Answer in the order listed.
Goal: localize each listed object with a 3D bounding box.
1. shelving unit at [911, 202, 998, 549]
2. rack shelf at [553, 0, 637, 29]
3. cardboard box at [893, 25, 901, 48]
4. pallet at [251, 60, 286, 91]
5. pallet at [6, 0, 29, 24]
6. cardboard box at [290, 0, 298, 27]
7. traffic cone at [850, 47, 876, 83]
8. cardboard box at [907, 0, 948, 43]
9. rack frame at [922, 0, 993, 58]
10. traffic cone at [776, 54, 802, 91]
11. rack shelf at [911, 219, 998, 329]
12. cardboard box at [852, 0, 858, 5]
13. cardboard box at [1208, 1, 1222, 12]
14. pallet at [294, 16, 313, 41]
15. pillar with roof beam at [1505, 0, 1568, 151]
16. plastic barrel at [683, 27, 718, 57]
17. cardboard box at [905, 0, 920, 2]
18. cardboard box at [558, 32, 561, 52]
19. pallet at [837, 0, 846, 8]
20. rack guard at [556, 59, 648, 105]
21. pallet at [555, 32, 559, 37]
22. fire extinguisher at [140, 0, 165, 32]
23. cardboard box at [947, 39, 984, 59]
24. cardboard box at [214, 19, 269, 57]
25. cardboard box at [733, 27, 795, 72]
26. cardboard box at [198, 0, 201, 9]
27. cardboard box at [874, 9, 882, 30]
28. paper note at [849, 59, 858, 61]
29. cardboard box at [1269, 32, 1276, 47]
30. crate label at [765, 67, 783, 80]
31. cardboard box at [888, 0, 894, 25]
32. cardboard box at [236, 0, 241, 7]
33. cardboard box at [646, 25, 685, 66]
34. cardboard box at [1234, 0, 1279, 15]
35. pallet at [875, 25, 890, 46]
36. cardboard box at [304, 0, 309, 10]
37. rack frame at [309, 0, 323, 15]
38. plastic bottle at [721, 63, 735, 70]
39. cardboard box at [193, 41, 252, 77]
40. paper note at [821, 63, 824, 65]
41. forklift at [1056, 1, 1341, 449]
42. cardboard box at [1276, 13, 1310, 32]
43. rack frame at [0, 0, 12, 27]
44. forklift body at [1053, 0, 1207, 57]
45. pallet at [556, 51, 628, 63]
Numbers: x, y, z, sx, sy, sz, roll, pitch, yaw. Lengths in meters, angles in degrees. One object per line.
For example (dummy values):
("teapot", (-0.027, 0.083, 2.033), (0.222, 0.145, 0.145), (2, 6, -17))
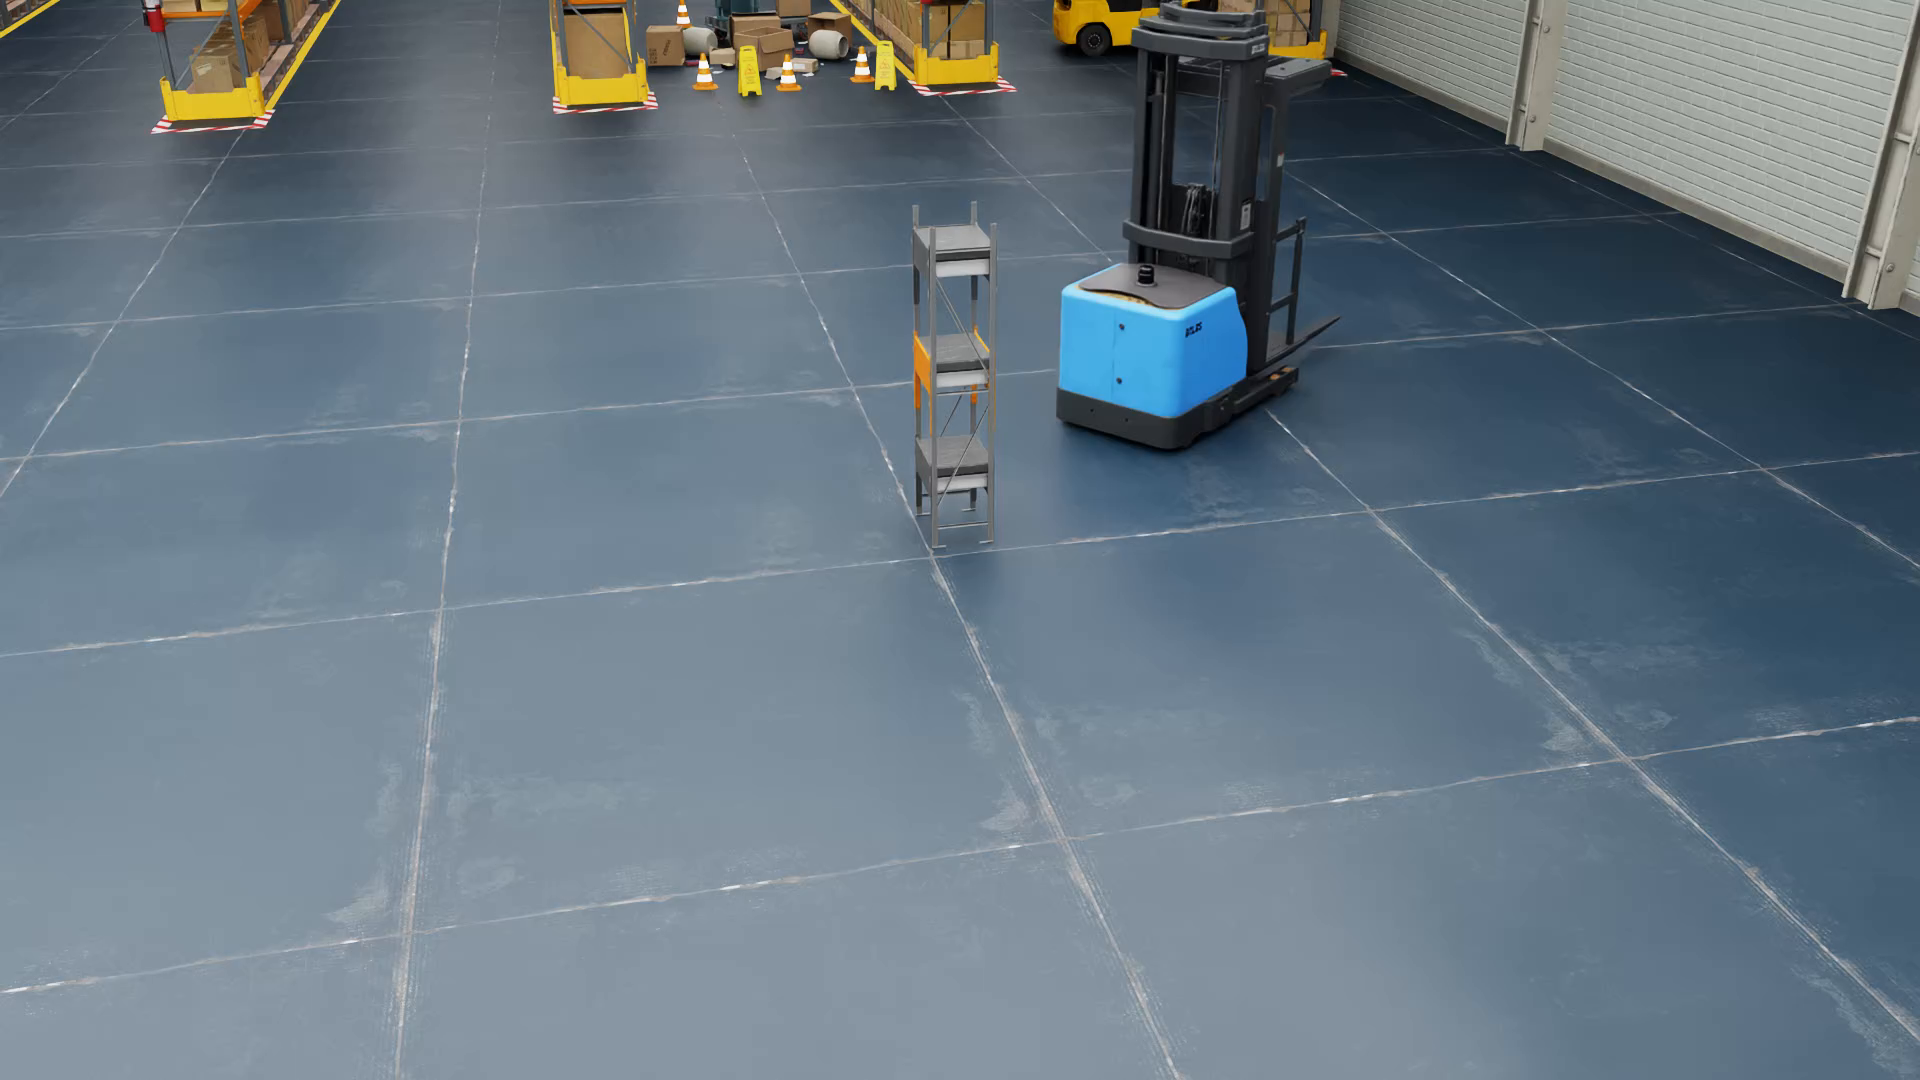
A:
("shelving unit", (-0.037, -1.010, 10.421), (0.431, 2.100, 0.503), (-6, 27, -12))
("rack shelf", (-5.287, -7.868, 23.807), (1.077, 0.370, 4.000), (-6, 27, -12))
("cardboard box", (-0.713, -7.603, 25.069), (0.500, 0.250, 0.500), (-7, 28, -13))
("pallet", (-10.128, -6.535, 23.463), (1.003, 0.211, 1.213), (-6, 27, -12))
("pallet", (-16.538, -8.958, 28.263), (1.003, 0.211, 1.213), (-6, 27, -12))
("cardboard box", (-10.926, -8.417, 26.382), (0.700, 0.500, 0.500), (-8, 28, -16))
("traffic cone", (-1.390, -6.783, 23.675), (0.336, 0.463, 0.334), (-6, 27, -12))
("cardboard box", (-0.471, -7.478, 23.990), (0.500, 0.500, 0.500), (-6, 27, -11))
("rack frame", (-0.036, -7.858, 22.989), (1.000, 3.000, 0.127), (-6, 27, -12))
("traffic cone", (-2.395, -6.521, 23.156), (0.336, 0.463, 0.334), (-6, 27, -12))
("rack shelf", (-0.037, -1.623, 10.112), (0.431, 0.518, 0.480), (-6, 27, -12))
("cardboard box", (-1.382, -9.479, 28.651), (0.950, 0.372, 0.625), (-5, 27, -10))
("cardboard box", (4.145, -8.174, 25.647), (0.500, 0.250, 0.500), (-7, 28, -13))
("pallet", (-11.048, -8.241, 26.843), (1.003, 0.211, 1.213), (-6, 27, -12))
("pillar with roof beam", (2.678, -8.368, 17.342), (9.100, 9.000, 0.400), (-6, 27, -12))
("plastic barrel", (-3.987, -7.574, 25.287), (0.512, 0.421, 0.421), (13, 30, 24))
("cardboard box", (-0.619, -7.922, 24.149), (0.380, 0.149, 0.250), (-5, 27, -10))
("cardboard box", (-5.254, -7.227, 23.631), (0.875, 0.875, 0.875), (-6, 27, -12))
("pallet", (-1.664, -9.782, 29.896), (1.003, 0.211, 1.213), (-6, 27, -12))
("rack guard", (-4.831, -6.184, 22.448), (1.175, 0.500, 0.348), (-6, 27, -12))
("pallet", (-5.985, -8.153, 26.669), (1.003, 0.211, 1.213), (-6, 27, -12))
("fire extinguisher", (-10.114, -6.720, 20.821), (0.296, 0.674, 0.183), (-6, 27, -12))
("cardboard box", (0.052, -7.200, 24.271), (0.500, 0.250, 0.500), (-6, 27, -12))
("cardboard box", (-10.405, -7.249, 24.091), (0.500, 0.500, 0.500), (2, 27, 5))
("cardboard box", (-2.899, -7.257, 24.570), (0.637, 0.503, 0.797), (19, 32, 32))
("cardboard box", (-10.012, -6.953, 21.476), (0.380, 0.149, 0.250), (-6, 27, -12))
("cardboard box", (-1.068, -8.287, 26.426), (0.500, 0.250, 0.500), (-7, 28, -14))
("paper note", (-1.572, -7.256, 25.092), (0.142, 0.019, 0.148), (-16, 31, -29))
("cardboard box", (4.385, -7.498, 24.861), (0.500, 0.250, 0.500), (-6, 27, -11))
("crate label", (-2.632, -6.715, 23.901), (0.250, 0.136, 0.298), (-23, 35, -38))
("cardboard box", (-0.820, -8.161, 25.342), (0.500, 0.500, 0.500), (-5, 27, -9))
("cardboard box", (-9.561, -7.000, 21.569), (0.380, 0.149, 0.250), (-6, 27, -12))
("cardboard box", (-4.388, -7.375, 24.804), (0.500, 0.500, 0.500), (-1, 27, -3))
("cardboard box", (4.391, -7.940, 24.629), (0.500, 0.250, 0.500), (-5, 27, -10))
("pallet", (-0.752, -8.078, 26.520), (1.003, 0.211, 1.213), (-6, 27, -12))
("cardboard box", (-11.324, -9.152, 27.839), (0.700, 0.500, 0.500), (-7, 28, -14))
("rack frame", (-11.494, -10.364, 27.954), (1.000, 3.000, 0.127), (-6, 27, -12))
("plastic bottle", (-3.436, -6.993, 24.537), (0.133, 0.061, 0.283), (-16, 31, -29))
("cardboard box", (-9.984, -6.458, 22.524), (0.500, 0.500, 0.500), (1, 27, 2))
("paper note", (-2.056, -7.099, 24.804), (0.032, 0.001, 0.123), (-6, 27, -12))
("forklift", (2.019, -2.558, 12.565), (1.130, 2.935, 3.031), (19, 33, 33))
("cardboard box", (4.895, -7.774, 24.854), (0.500, 0.250, 0.500), (-5, 27, -11))
("rack frame", (-16.320, -9.861, 26.957), (1.000, 3.000, 0.127), (-6, 27, -12))
("forklift body", (2.594, -8.632, 25.465), (2.313, 2.155, 1.214), (-6, 27, -12))
("pallet", (-5.364, -6.944, 24.273), (1.003, 0.211, 1.213), (-6, 27, -12))
